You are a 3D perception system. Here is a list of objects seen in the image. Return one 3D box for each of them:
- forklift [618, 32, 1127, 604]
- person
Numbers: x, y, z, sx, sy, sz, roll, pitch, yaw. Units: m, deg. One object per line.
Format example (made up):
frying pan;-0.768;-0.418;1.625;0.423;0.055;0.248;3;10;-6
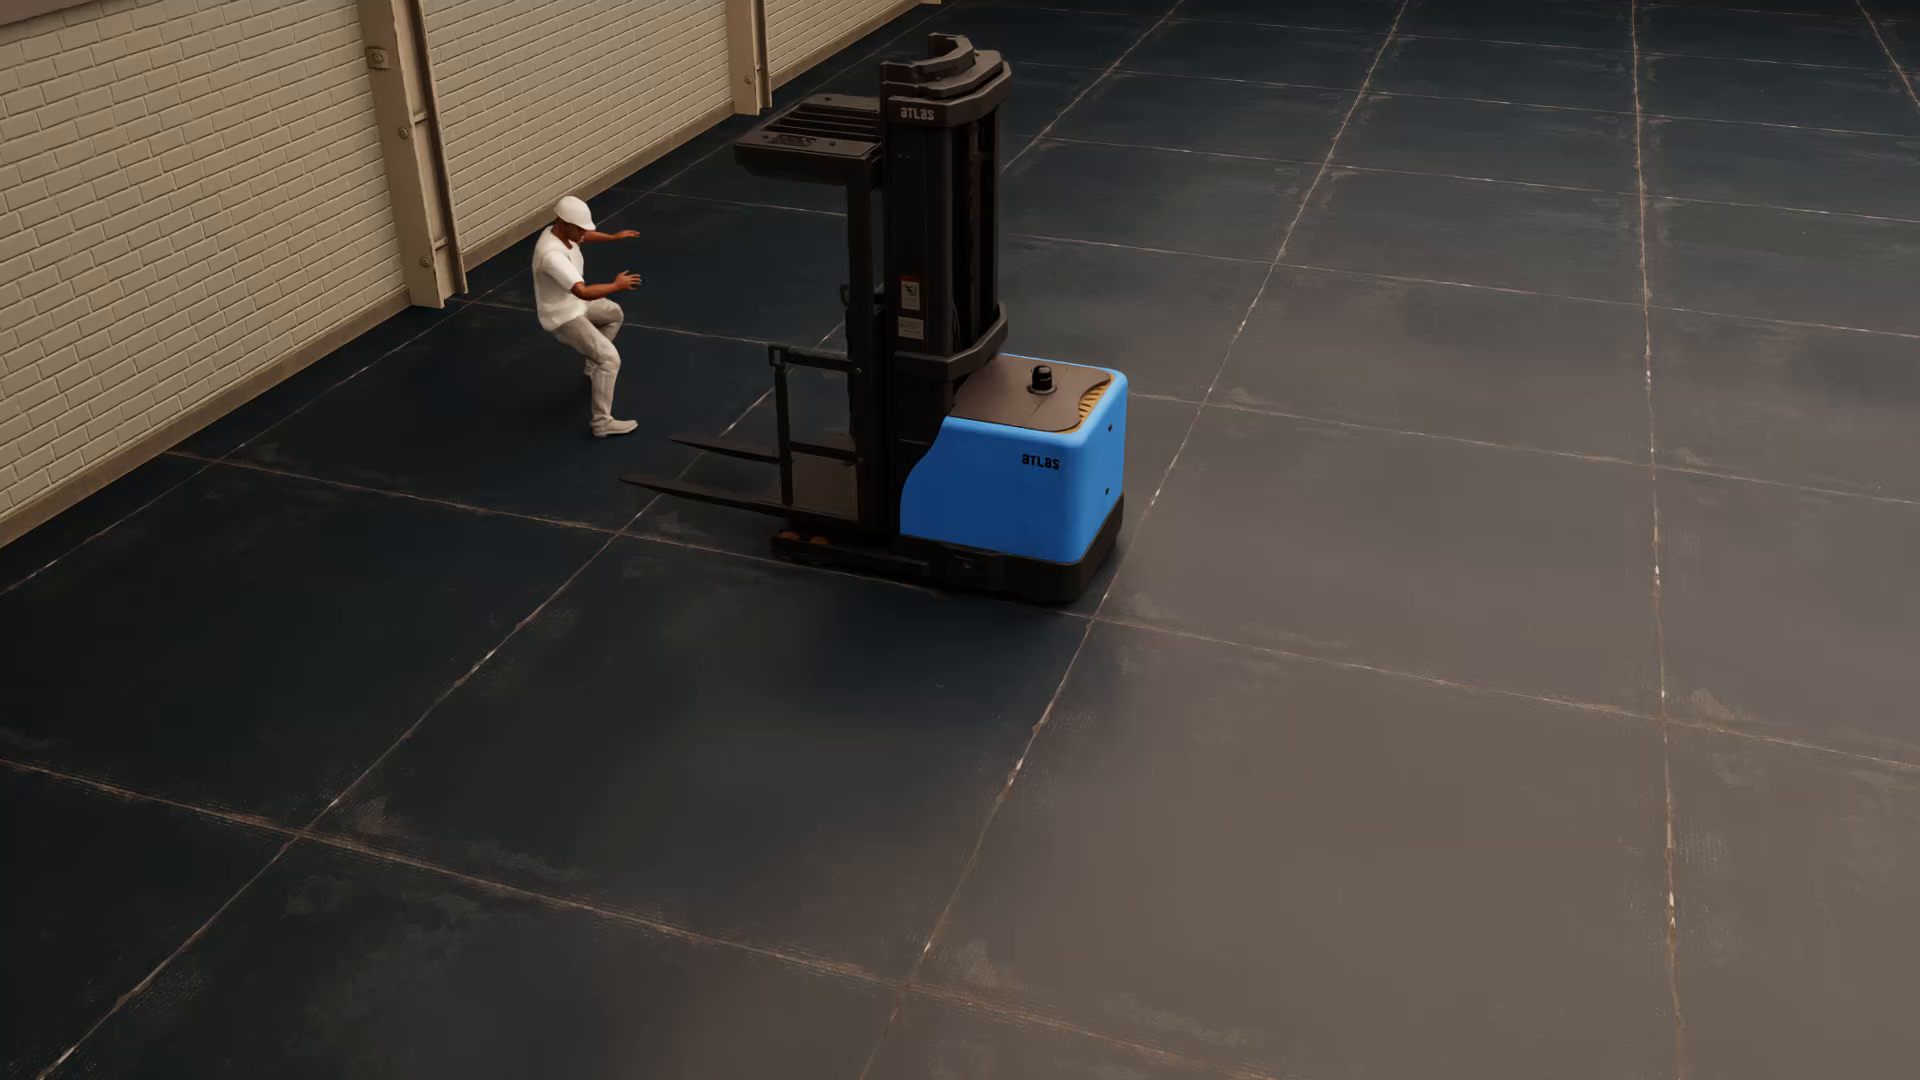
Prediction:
forklift;-0.588;-1.356;9.515;3.031;2.935;1.130;10;31;18
person;-2.515;-1.628;11.412;0.744;1.531;1.099;-1;30;-2
